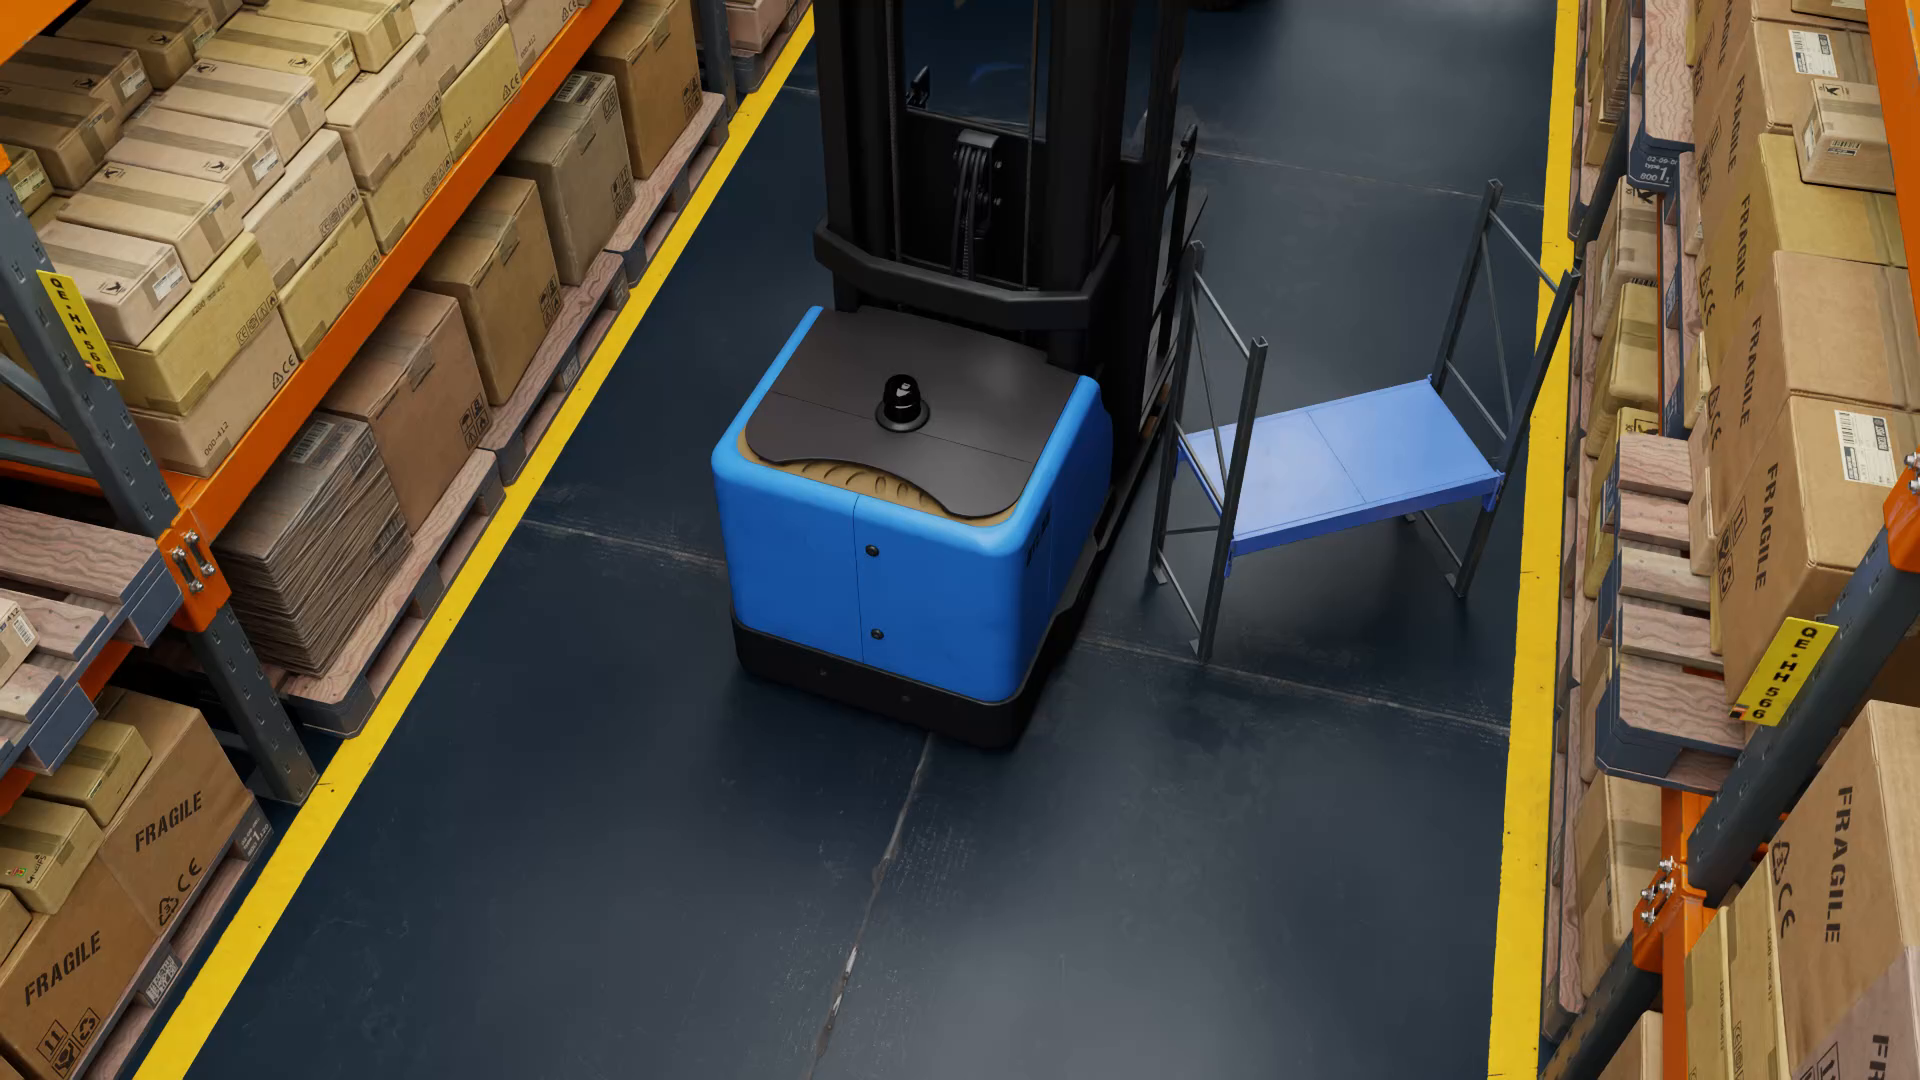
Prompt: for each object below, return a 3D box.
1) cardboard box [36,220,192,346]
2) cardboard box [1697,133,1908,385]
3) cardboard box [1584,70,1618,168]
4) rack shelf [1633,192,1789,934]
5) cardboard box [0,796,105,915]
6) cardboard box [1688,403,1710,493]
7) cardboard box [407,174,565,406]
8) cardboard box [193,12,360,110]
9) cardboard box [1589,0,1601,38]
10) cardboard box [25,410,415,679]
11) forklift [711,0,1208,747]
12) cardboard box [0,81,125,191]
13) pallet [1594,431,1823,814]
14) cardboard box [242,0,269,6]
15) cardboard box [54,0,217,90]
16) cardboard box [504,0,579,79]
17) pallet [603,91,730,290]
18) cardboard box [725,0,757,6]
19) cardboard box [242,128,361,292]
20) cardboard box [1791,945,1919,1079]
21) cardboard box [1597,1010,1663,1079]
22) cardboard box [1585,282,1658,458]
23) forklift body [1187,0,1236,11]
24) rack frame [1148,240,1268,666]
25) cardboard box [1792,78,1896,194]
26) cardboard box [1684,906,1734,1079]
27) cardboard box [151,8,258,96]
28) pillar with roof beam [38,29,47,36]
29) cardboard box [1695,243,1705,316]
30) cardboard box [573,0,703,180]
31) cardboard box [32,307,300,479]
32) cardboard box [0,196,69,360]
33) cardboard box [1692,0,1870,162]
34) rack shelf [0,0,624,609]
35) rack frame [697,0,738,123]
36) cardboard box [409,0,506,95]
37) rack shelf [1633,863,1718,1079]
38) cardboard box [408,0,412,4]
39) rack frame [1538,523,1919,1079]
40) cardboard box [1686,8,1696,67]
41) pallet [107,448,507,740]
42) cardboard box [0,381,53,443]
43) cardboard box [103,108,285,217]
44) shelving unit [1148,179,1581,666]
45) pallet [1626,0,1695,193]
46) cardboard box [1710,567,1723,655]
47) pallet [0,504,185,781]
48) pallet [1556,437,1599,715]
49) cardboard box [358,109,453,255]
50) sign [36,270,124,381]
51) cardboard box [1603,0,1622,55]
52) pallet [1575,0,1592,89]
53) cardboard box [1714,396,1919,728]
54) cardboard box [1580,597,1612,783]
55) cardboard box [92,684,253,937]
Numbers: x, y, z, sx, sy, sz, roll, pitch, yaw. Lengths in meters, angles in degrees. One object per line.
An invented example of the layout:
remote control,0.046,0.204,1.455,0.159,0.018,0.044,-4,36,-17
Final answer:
cardboard box,-2.264,-0.674,4.345,0.380,0.149,0.250,13,50,11
cardboard box,2.266,-0.673,4.298,0.500,0.500,0.500,9,49,7
cardboard box,3.107,-1.880,7.463,0.500,0.250,0.500,14,50,12
rack shelf,2.684,-0.486,5.158,1.077,0.370,4.000,12,50,10
cardboard box,-2.560,0.830,4.471,0.380,0.149,0.250,9,49,8
cardboard box,2.115,-0.196,4.310,0.380,0.149,0.250,9,49,8
cardboard box,-2.113,-1.017,6.451,0.875,0.625,0.625,10,49,8
cardboard box,-2.058,-1.438,5.019,0.380,0.149,0.250,12,50,10
cardboard box,3.376,-2.634,8.128,0.500,0.250,0.500,12,50,11
cardboard box,-2.455,-0.056,5.602,0.875,0.625,0.625,13,50,11
forklift,0.227,-1.407,5.537,1.130,2.935,3.031,16,51,14
cardboard box,-2.654,-1.164,4.777,0.380,0.149,0.250,12,50,10
pallet,2.242,0.250,4.157,1.213,0.211,1.003,12,50,10
cardboard box,-2.356,-1.891,5.419,0.380,0.149,0.250,13,50,11
cardboard box,-2.512,-1.529,5.099,0.380,0.149,0.250,11,50,10
cardboard box,-1.747,-1.964,6.083,0.500,0.250,0.500,12,50,10
pallet,-1.736,-1.684,7.595,1.003,0.211,1.213,12,50,10
cardboard box,-1.154,-2.831,7.968,0.500,0.250,0.500,11,50,10
cardboard box,-2.147,-1.005,4.903,0.500,0.250,0.500,13,50,11
cardboard box,1.671,1.028,2.609,0.500,0.500,0.500,12,50,10
cardboard box,1.896,1.770,3.824,0.875,0.875,0.875,11,50,10
cardboard box,2.889,-0.539,6.198,0.950,0.372,0.625,14,50,12
forklift body,0.734,-4.028,8.371,2.313,2.155,1.214,12,50,10
rack frame,0.789,-0.235,5.457,0.032,1.500,0.500,-13,50,-12
cardboard box,2.316,-1.001,4.155,0.380,0.149,0.250,9,49,8
cardboard box,1.786,1.077,3.399,0.500,0.250,0.500,11,49,9
cardboard box,-2.514,-1.482,5.324,0.500,0.250,0.500,11,50,10
pillar with roof beam,0.995,-2.511,2.464,9.100,9.000,0.400,12,50,10
cardboard box,2.348,-0.753,4.801,0.380,0.149,0.250,10,49,9
cardboard box,-1.706,-2.121,7.425,0.875,0.625,0.625,14,50,12
cardboard box,-2.280,-0.477,4.771,0.500,0.250,0.500,12,50,10
cardboard box,-2.782,-0.750,4.677,0.500,0.250,0.500,13,50,11
cardboard box,2.536,-1.441,4.976,0.500,0.500,0.500,11,50,10
rack shelf,-2.106,-1.463,6.020,1.077,0.370,4.000,12,50,10
rack frame,-1.579,-3.147,7.027,1.000,3.000,0.127,12,50,10
cardboard box,-1.881,-1.754,5.564,0.500,0.250,0.500,12,50,11
rack shelf,1.631,2.407,2.604,1.077,0.370,4.000,12,50,10
cardboard box,-1.959,-1.817,5.354,0.380,0.149,0.250,12,50,10
rack frame,2.158,0.723,3.611,1.000,3.000,0.127,12,50,10
cardboard box,2.686,-1.710,5.646,0.380,0.149,0.250,12,50,11
pallet,-2.378,0.081,6.038,1.003,0.211,1.213,12,50,10
cardboard box,-2.761,-0.580,4.861,0.500,0.250,0.500,11,49,9
cardboard box,-2.152,-1.059,4.684,0.380,0.149,0.250,13,50,11
shelving unit,1.273,-0.350,5.559,1.048,1.500,0.538,-13,50,-12
pallet,2.869,-1.583,5.774,1.003,0.211,1.213,12,50,10
cardboard box,2.018,0.175,3.982,0.380,0.149,0.250,12,50,11
pallet,-2.743,0.314,4.101,1.213,0.211,1.003,12,50,10
pallet,2.688,0.201,5.932,1.003,0.211,1.213,12,50,10
cardboard box,-2.014,-1.214,5.421,0.500,0.250,0.500,10,49,9
sign,-2.106,-0.511,3.981,0.100,0.325,0.005,12,50,10
cardboard box,3.239,-2.497,7.507,0.500,0.500,0.500,12,50,11
pallet,3.672,-2.626,8.427,1.003,0.211,1.213,12,50,10
cardboard box,2.009,0.069,3.644,0.500,0.500,0.500,10,49,9
cardboard box,2.502,0.511,5.271,0.950,0.372,0.625,11,49,9
cardboard box,-2.536,0.782,4.946,0.500,0.500,0.500,13,50,11
